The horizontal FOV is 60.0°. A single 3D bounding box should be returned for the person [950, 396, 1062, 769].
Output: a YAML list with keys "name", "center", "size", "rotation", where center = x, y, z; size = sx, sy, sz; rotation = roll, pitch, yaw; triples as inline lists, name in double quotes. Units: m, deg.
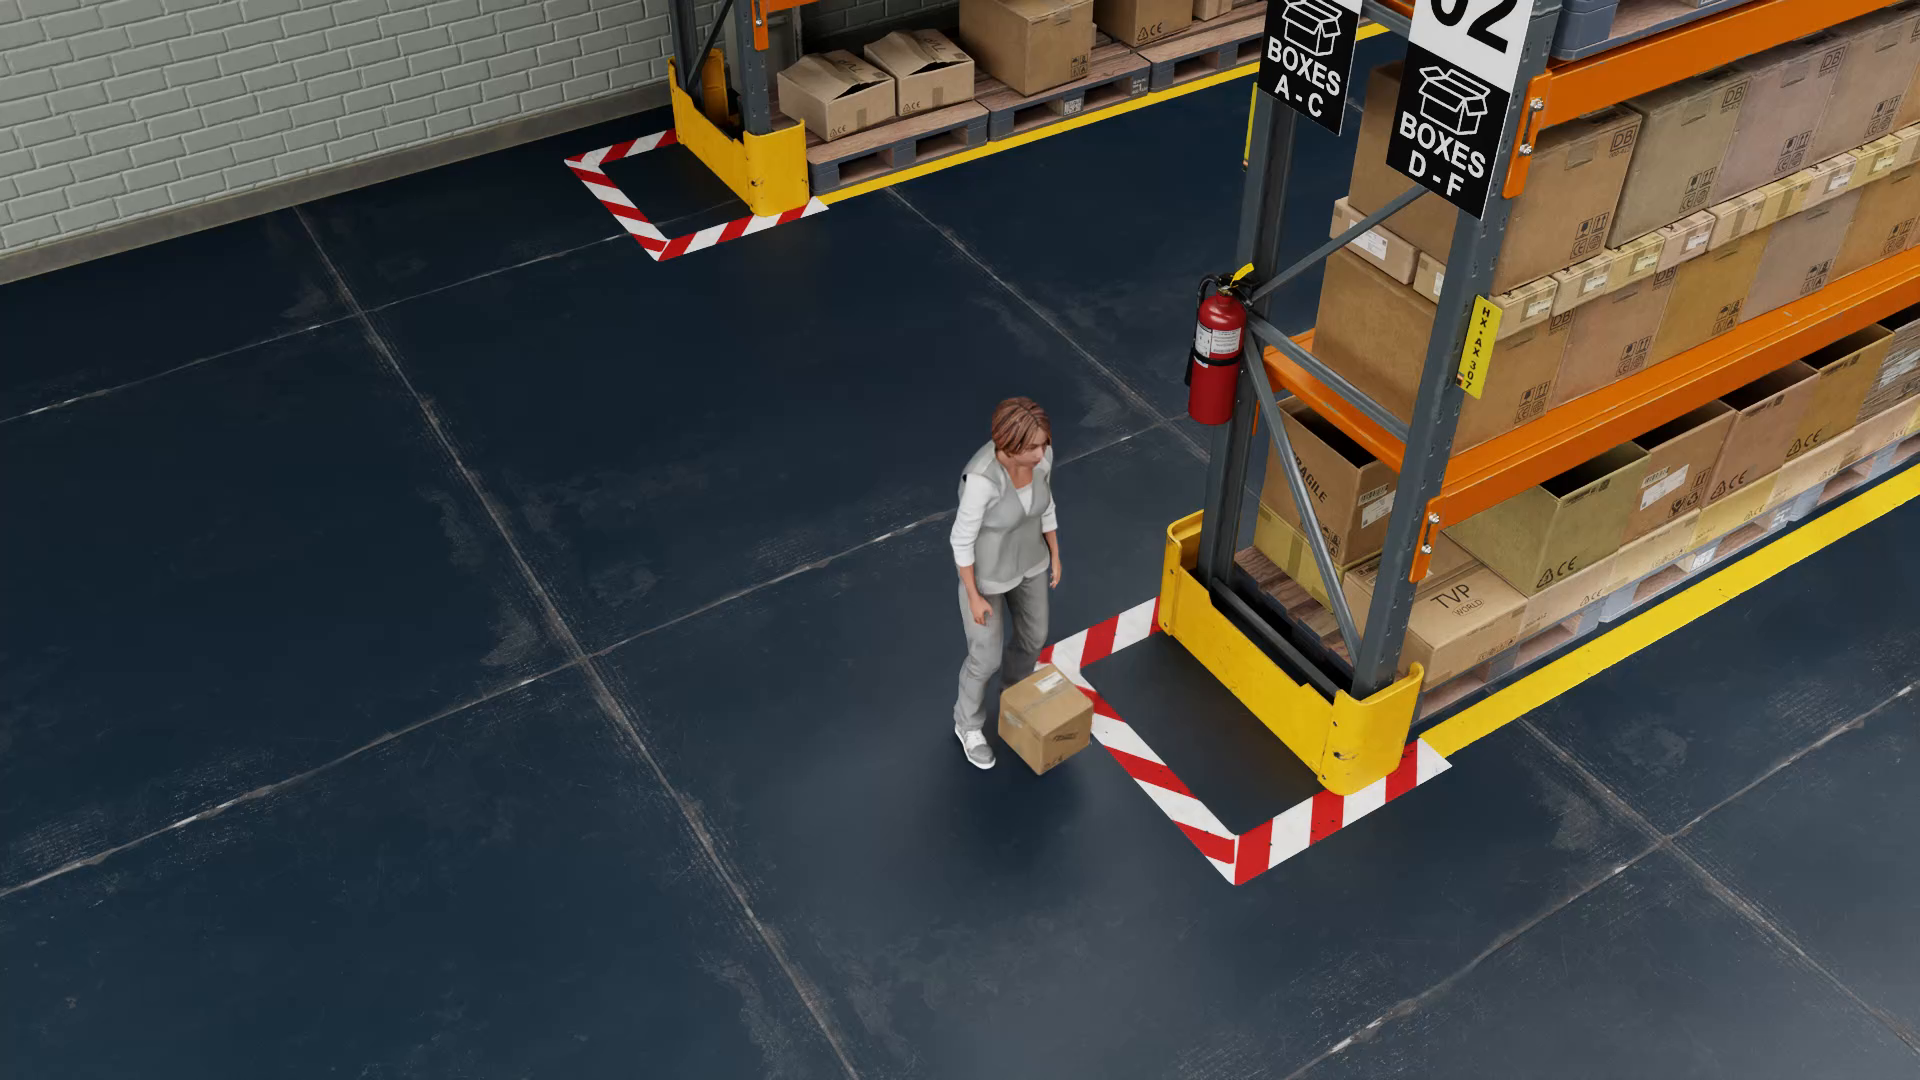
- name: "person"
  center: [0.176, 0.133, 6.014]
  size: [0.458, 1.594, 0.374]
  rotation: [-28, 48, -28]
